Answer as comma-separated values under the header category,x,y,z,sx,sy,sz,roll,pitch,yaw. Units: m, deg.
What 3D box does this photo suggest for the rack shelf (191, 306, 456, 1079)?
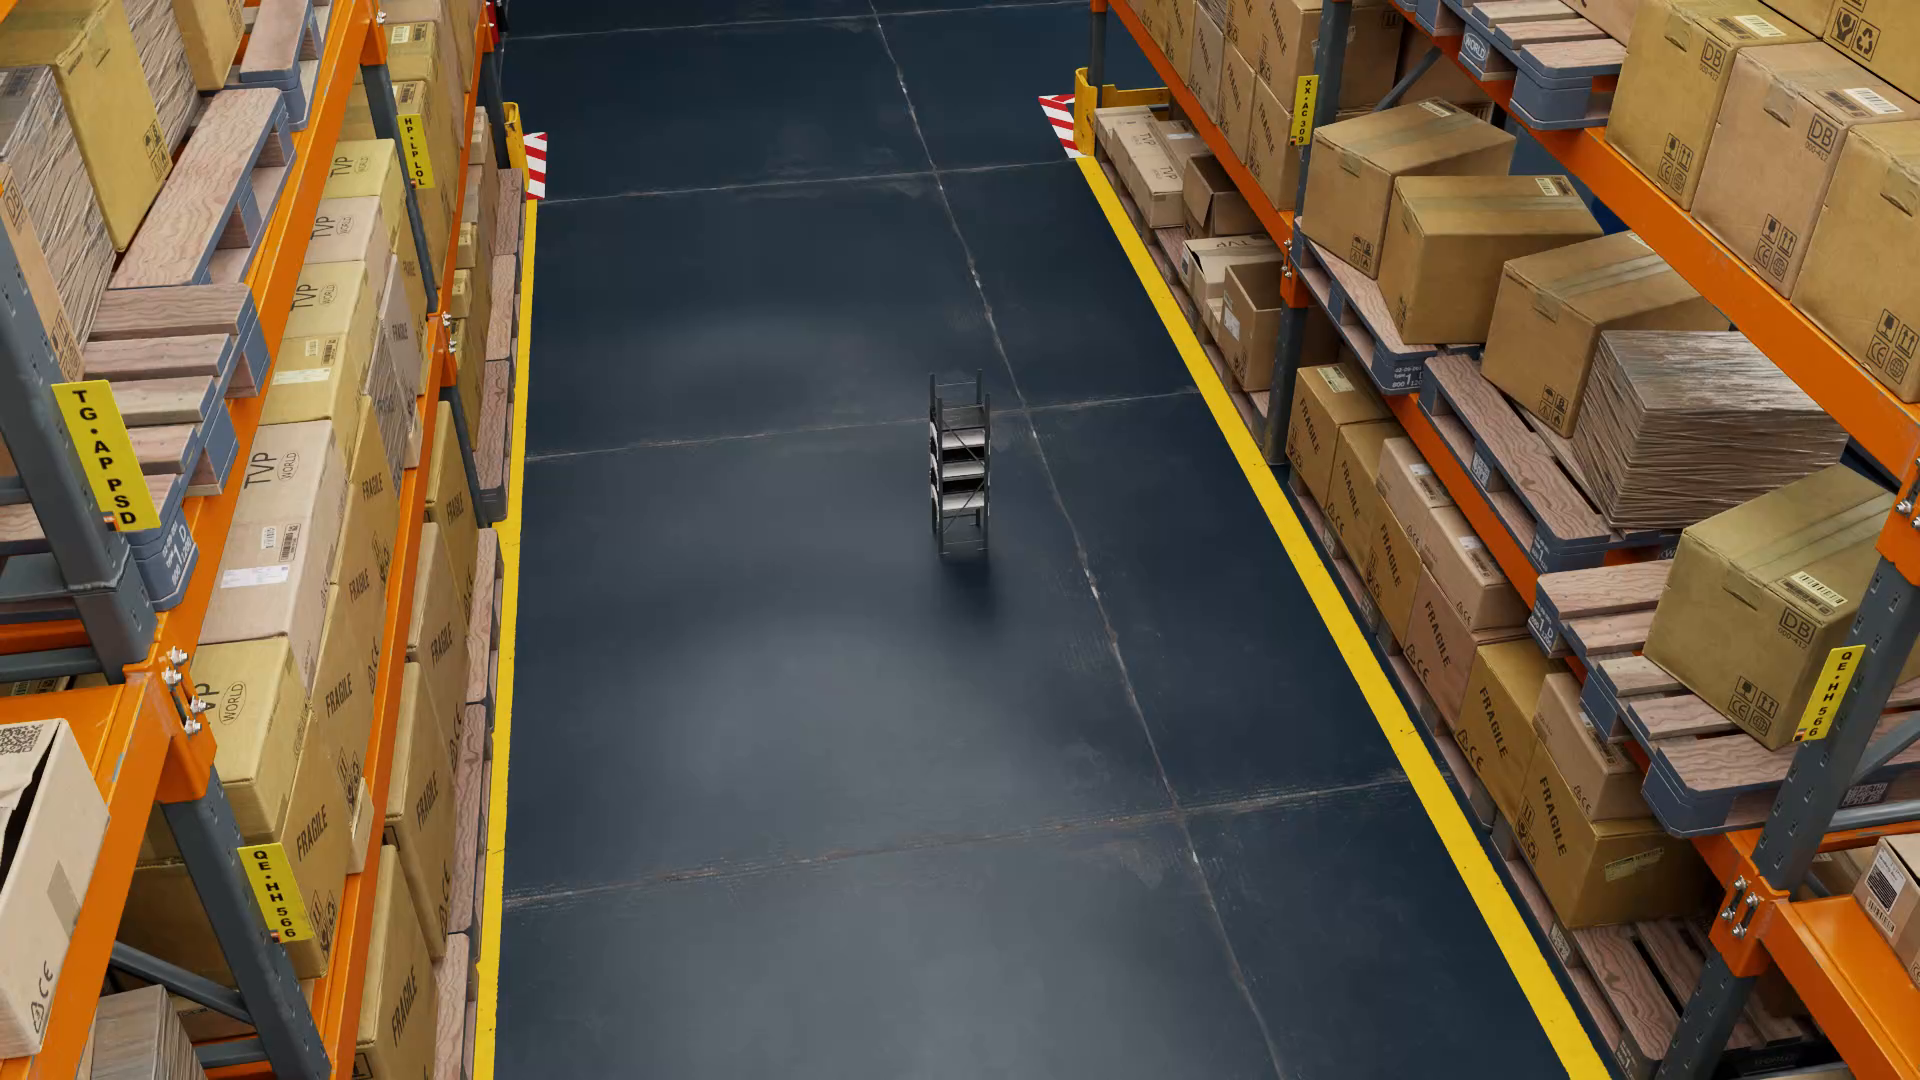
category,x,y,z,sx,sy,sz,roll,pitch,yaw
rack shelf,-2.441,0.373,5.811,1.077,0.370,4.000,-6,38,-8

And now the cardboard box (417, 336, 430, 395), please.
category,x,y,z,sx,sy,sz,roll,pitch,yaw
cardboard box,-2.386,-0.704,6.799,0.380,0.149,0.250,-6,38,-7

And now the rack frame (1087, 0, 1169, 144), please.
category,x,y,z,sx,sy,sz,roll,pitch,yaw
rack frame,1.384,-4.070,10.944,1.000,3.000,0.127,-6,38,-8

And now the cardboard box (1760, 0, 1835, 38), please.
category,x,y,z,sx,sy,sz,roll,pitch,yaw
cardboard box,2.537,-1.737,4.599,0.500,0.500,0.500,-6,38,-8

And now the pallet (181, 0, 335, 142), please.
category,x,y,z,sx,sy,sz,roll,pitch,yaw
pallet,-2.582,-1.679,5.577,0.805,0.209,1.217,-8,39,-10

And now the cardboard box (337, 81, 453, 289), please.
category,x,y,z,sx,sy,sz,roll,pitch,yaw
cardboard box,-2.870,-1.567,7.477,0.980,0.700,0.700,-6,38,-7

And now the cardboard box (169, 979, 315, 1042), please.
category,x,y,z,sx,sy,sz,roll,pitch,yaw
cardboard box,-1.920,1.165,4.394,0.380,0.149,0.250,-7,38,-9

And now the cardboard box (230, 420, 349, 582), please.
category,x,y,z,sx,sy,sz,roll,pitch,yaw
cardboard box,-2.102,-0.092,4.872,0.500,0.250,0.500,-6,38,-8

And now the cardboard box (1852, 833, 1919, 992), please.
category,x,y,z,sx,sy,sz,roll,pitch,yaw
cardboard box,2.807,1.022,4.462,0.500,0.311,0.500,-4,38,-5

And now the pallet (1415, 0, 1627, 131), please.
category,x,y,z,sx,sy,sz,roll,pitch,yaw
pallet,2.315,-1.737,5.648,1.213,0.211,1.003,-6,38,-8

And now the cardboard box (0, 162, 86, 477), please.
category,x,y,z,sx,sy,sz,roll,pitch,yaw
cardboard box,-2.230,-0.382,3.311,0.700,0.500,0.500,-9,39,-12

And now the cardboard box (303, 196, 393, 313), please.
category,x,y,z,sx,sy,sz,roll,pitch,yaw
cardboard box,-2.377,-1.015,6.060,0.500,0.250,0.500,-5,38,-7

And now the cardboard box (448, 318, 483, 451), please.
category,x,y,z,sx,sy,sz,roll,pitch,yaw
cardboard box,-2.821,-0.760,8.379,0.700,0.500,0.500,-6,38,-7

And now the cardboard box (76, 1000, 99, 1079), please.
category,x,y,z,sx,sy,sz,roll,pitch,yaw
cardboard box,-2.000,1.033,3.406,0.380,0.149,0.250,-11,39,-14

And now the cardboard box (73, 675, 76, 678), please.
category,x,y,z,sx,sy,sz,roll,pitch,yaw
cardboard box,-2.512,0.277,4.397,0.500,0.250,0.500,-7,38,-9

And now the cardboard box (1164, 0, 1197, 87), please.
category,x,y,z,sx,sy,sz,roll,pitch,yaw
cardboard box,1.469,-2.896,9.352,0.500,0.500,0.500,-6,38,-7

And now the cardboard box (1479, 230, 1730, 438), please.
category,x,y,z,sx,sy,sz,roll,pitch,yaw
cardboard box,2.456,-0.799,6.309,0.700,0.500,0.500,-16,41,-19

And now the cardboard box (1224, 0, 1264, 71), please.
category,x,y,z,sx,sy,sz,roll,pitch,yaw
cardboard box,1.649,-2.675,8.251,0.500,0.500,0.500,-7,38,-9

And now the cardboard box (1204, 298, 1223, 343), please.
category,x,y,z,sx,sy,sz,roll,pitch,yaw
cardboard box,1.581,-1.235,9.260,0.380,0.149,0.250,-6,38,-8

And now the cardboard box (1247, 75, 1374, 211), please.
category,x,y,z,sx,sy,sz,roll,pitch,yaw
cardboard box,1.745,-1.968,8.156,0.500,0.500,0.500,-6,38,-7

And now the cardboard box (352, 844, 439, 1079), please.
category,x,y,z,sx,sy,sz,roll,pitch,yaw
cardboard box,-2.090,1.522,5.156,0.750,0.750,0.750,-7,38,-9

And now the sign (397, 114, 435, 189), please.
category,x,y,z,sx,sy,sz,roll,pitch,yaw
sign,-2.259,-1.609,6.897,0.100,0.325,0.005,-6,38,-8

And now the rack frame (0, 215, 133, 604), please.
category,x,y,z,sx,sy,sz,roll,pitch,yaw
rack frame,-2.090,-1.072,2.195,1.000,3.000,0.127,-6,38,-8

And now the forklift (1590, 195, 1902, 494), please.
category,x,y,z,sx,sy,sz,roll,pitch,yaw
forklift,4.626,-2.017,8.357,1.130,2.935,3.031,-9,39,-11

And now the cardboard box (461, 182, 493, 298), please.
category,x,y,z,sx,sy,sz,roll,pitch,yaw
cardboard box,-3.095,-1.695,9.583,0.700,0.500,0.500,-7,38,-9

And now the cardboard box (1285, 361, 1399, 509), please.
category,x,y,z,sx,sy,sz,roll,pitch,yaw
cardboard box,1.930,-0.522,8.056,0.500,0.500,0.500,-8,39,-10

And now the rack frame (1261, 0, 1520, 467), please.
category,x,y,z,sx,sy,sz,roll,pitch,yaw
rack frame,2.085,-1.654,7.834,1.000,3.000,0.127,-6,38,-8

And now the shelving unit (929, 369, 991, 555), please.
category,x,y,z,sx,sy,sz,roll,pitch,yaw
shelving unit,-0.001,-0.360,7.880,0.258,0.900,0.210,-6,38,-8

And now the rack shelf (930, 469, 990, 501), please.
category,x,y,z,sx,sy,sz,roll,pitch,yaw
rack shelf,-0.001,-0.263,7.956,0.258,0.077,0.200,-6,38,-8

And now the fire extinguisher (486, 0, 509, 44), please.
category,x,y,z,sx,sy,sz,roll,pitch,yaw
fire extinguisher,-3.065,-3.498,10.574,0.296,0.674,0.183,-6,38,-8

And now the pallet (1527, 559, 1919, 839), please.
category,x,y,z,sx,sy,sz,roll,pitch,yaw
pallet,2.598,0.436,5.300,1.213,0.211,1.003,-6,38,-8

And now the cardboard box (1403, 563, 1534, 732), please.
category,x,y,z,sx,sy,sz,roll,pitch,yaw
cardboard box,2.203,0.407,6.860,0.500,0.500,0.500,-8,38,-10

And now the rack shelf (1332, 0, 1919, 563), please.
category,x,y,z,sx,sy,sz,roll,pitch,yaw
rack shelf,2.436,-1.346,5.579,1.077,0.370,4.000,-6,38,-8

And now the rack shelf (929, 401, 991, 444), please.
category,x,y,z,sx,sy,sz,roll,pitch,yaw
rack shelf,-0.001,-0.547,7.735,0.258,0.077,0.200,-6,38,-8

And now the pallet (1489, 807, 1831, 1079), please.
category,x,y,z,sx,sy,sz,roll,pitch,yaw
pallet,2.693,1.408,6.165,1.003,0.211,1.213,-6,38,-8

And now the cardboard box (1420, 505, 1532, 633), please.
category,x,y,z,sx,sy,sz,roll,pitch,yaw
cardboard box,2.194,0.089,6.658,0.500,0.250,0.500,-7,38,-9

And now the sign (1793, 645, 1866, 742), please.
category,x,y,z,sx,sy,sz,roll,pitch,yaw
sign,2.254,0.400,4.310,0.100,0.325,0.005,-6,38,-8

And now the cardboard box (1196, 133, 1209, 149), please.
category,x,y,z,sx,sy,sz,roll,pitch,yaw
cardboard box,1.704,-2.568,10.962,0.380,0.166,0.250,-6,38,-8

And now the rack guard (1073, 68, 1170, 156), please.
category,x,y,z,sx,sy,sz,roll,pitch,yaw
rack guard,1.397,-3.037,11.651,1.175,0.500,0.348,-6,38,-8

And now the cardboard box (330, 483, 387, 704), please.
category,x,y,z,sx,sy,sz,roll,pitch,yaw
cardboard box,-2.092,0.194,5.115,0.500,0.500,0.500,-6,38,-8

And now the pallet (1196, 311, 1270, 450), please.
category,x,y,z,sx,sy,sz,roll,pitch,yaw
pallet,1.966,-0.967,9.223,1.003,0.211,1.213,-6,38,-8

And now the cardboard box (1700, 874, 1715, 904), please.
category,x,y,z,sx,sy,sz,roll,pitch,yaw
cardboard box,2.890,0.954,6.155,0.500,0.500,0.500,-8,38,-10

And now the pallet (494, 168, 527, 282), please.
category,x,y,z,sx,sy,sz,roll,pitch,yaw
pallet,-3.275,-1.959,10.500,1.003,0.211,1.213,-6,38,-8

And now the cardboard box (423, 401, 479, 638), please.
category,x,y,z,sx,sy,sz,roll,pitch,yaw
cardboard box,-2.549,-0.057,7.188,0.750,0.750,0.750,-6,38,-7

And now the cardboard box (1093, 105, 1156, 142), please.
category,x,y,z,sx,sy,sz,roll,pitch,yaw
cardboard box,1.119,-2.828,11.310,0.380,0.149,0.250,-6,38,-8

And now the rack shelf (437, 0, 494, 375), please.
category,x,y,z,sx,sy,sz,roll,pitch,yaw
rack shelf,-3.142,-2.043,8.921,1.077,0.370,4.000,-6,38,-8

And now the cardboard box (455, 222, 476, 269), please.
category,x,y,z,sx,sy,sz,roll,pitch,yaw
cardboard box,-2.794,-1.558,8.877,0.380,0.149,0.250,-7,38,-9

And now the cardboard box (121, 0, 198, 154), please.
category,x,y,z,sx,sy,sz,roll,pitch,yaw
cardboard box,-2.559,-1.334,4.538,0.700,0.500,0.500,-6,38,-8

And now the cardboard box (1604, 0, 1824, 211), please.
category,x,y,z,sx,sy,sz,roll,pitch,yaw
cardboard box,2.496,-1.344,4.908,0.910,0.500,0.500,-6,38,-8

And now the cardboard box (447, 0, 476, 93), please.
category,x,y,z,sx,sy,sz,roll,pitch,yaw
cardboard box,-3.255,-2.908,9.204,0.980,0.700,0.700,-7,38,-8

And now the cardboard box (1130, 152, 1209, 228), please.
category,x,y,z,sx,sy,sz,roll,pitch,yaw
cardboard box,1.375,-2.195,10.413,0.500,0.250,0.500,-6,38,-8

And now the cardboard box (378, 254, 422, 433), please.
category,x,y,z,sx,sy,sz,roll,pitch,yaw
cardboard box,-2.363,-0.725,6.298,0.500,0.500,0.500,-6,38,-8
